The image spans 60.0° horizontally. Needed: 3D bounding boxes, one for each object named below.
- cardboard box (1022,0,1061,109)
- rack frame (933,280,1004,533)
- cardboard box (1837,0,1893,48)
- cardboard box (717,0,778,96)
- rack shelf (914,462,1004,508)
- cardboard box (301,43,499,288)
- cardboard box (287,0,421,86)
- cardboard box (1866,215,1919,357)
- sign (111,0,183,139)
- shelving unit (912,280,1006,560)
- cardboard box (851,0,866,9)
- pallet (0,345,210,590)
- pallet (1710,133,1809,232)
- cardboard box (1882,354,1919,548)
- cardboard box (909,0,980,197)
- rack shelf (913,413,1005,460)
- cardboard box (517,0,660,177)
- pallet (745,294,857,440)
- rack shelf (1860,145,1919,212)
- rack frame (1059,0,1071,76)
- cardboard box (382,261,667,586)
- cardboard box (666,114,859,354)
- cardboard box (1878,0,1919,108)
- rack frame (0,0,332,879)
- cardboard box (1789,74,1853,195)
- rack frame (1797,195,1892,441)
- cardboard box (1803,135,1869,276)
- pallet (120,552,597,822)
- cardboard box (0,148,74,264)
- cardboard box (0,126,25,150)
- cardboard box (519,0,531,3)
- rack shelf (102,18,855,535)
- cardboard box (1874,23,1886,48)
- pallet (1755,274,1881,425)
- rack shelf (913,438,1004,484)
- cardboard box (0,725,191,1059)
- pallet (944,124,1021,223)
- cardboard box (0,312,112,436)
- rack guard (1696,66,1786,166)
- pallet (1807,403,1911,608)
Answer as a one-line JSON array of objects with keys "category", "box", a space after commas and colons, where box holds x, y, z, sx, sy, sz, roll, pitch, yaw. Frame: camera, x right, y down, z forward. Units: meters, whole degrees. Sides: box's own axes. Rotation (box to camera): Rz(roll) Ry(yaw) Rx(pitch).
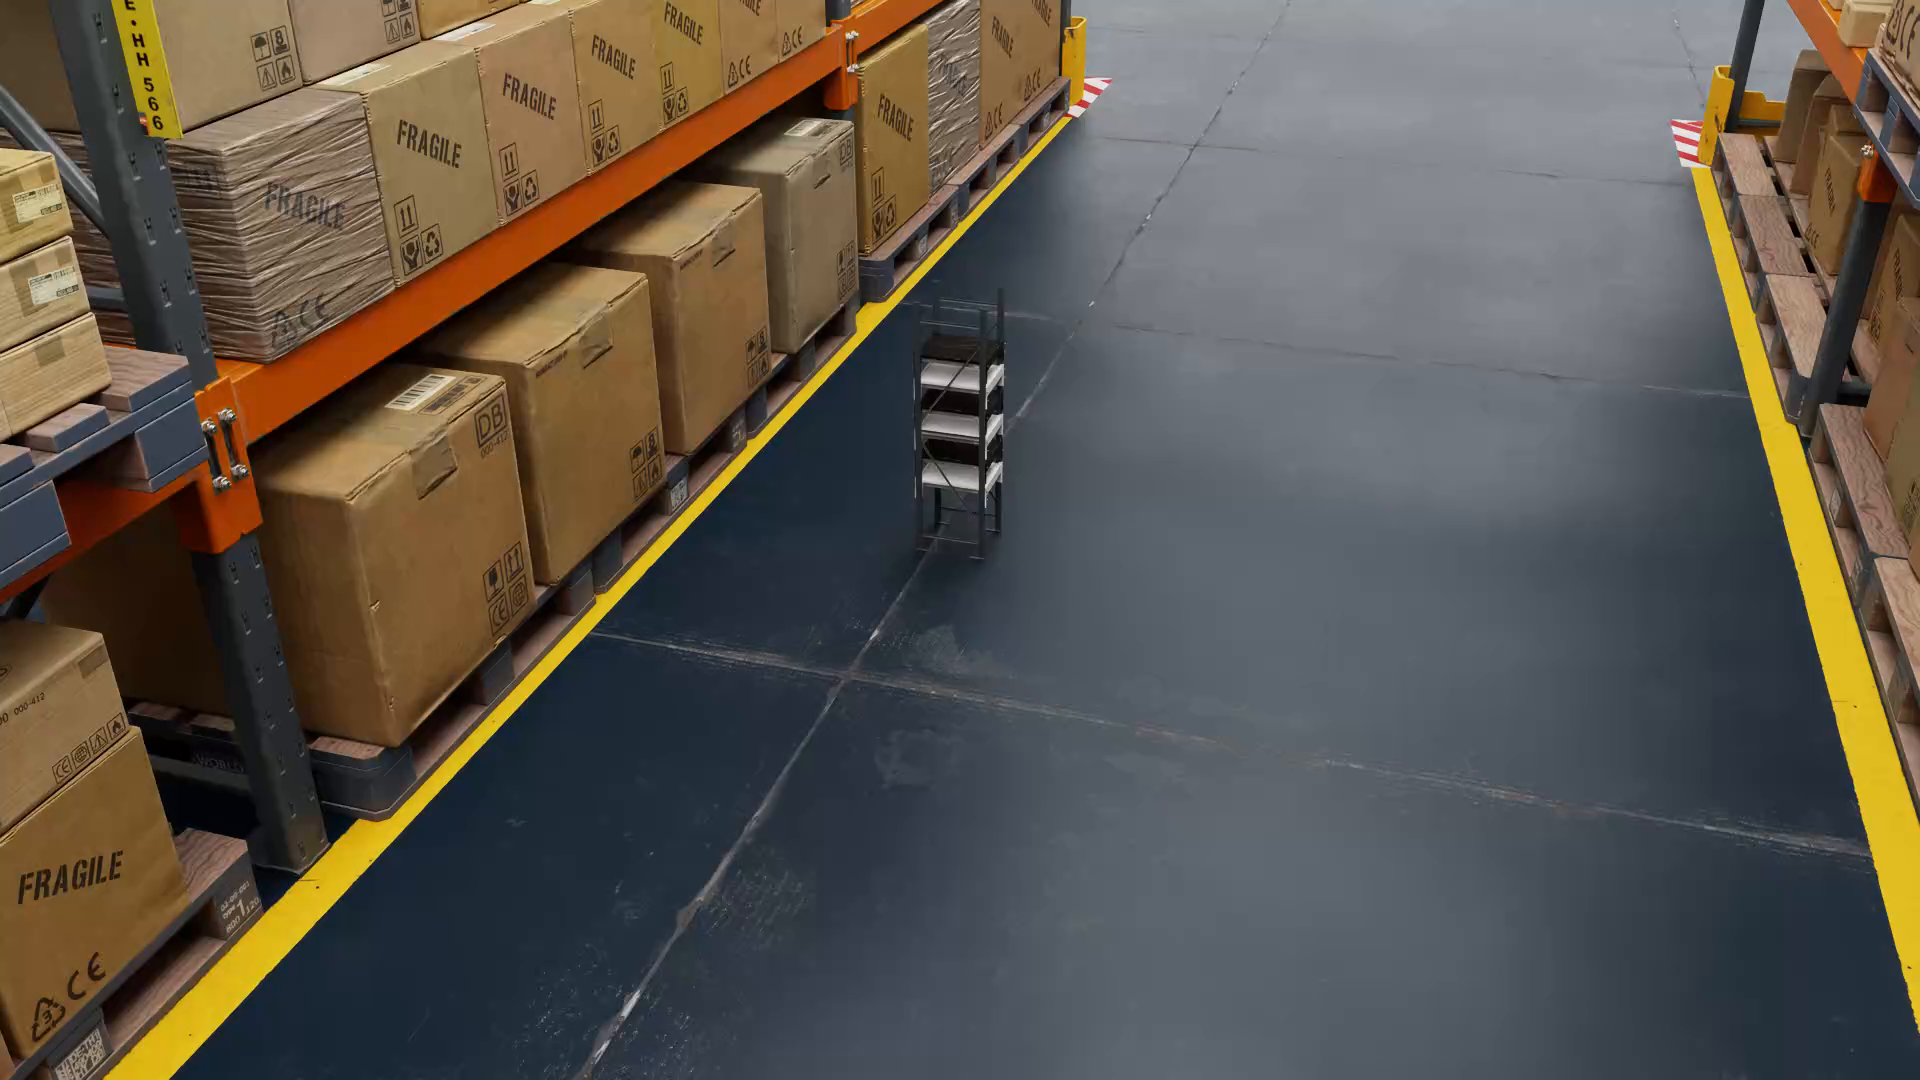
[{"category": "cardboard box", "box": [0.085, -3.203, 10.175, 0.875, 0.875, 0.875, 9, 30, 15]}, {"category": "rack frame", "box": [0.027, -0.437, 5.609, 0.240, 0.900, 0.006, 8, 30, 15]}, {"category": "cardboard box", "box": [3.721, -2.045, 6.599, 0.380, 0.149, 0.250, 8, 30, 15]}, {"category": "cardboard box", "box": [-0.999, -1.941, 6.052, 0.500, 0.500, 0.500, 8, 30, 14]}, {"category": "rack shelf", "box": [-0.002, -0.203, 5.628, 0.258, 0.077, 0.200, 8, 30, 15]}, {"category": "cardboard box", "box": [-1.591, -1.005, 4.368, 0.500, 0.500, 0.500, 8, 30, 14]}, {"category": "cardboard box", "box": [-1.839, -1.477, 4.189, 0.700, 0.500, 0.500, 8, 30, 14]}, {"category": "cardboard box", "box": [3.914, -0.930, 6.475, 0.500, 0.500, 0.500, 8, 30, 13]}, {"category": "sign", "box": [-1.606, -0.953, 3.267, 0.100, 0.325, 0.005, 8, 30, 15]}, {"category": "shelving unit", "box": [-0.002, -0.389, 5.524, 0.258, 0.900, 0.210, 8, 30, 15]}, {"category": "cardboard box", "box": [-0.856, -2.652, 7.277, 0.875, 0.550, 0.550, 8, 30, 15]}, {"category": "pallet", "box": [-2.235, -0.124, 3.085, 1.213, 0.211, 1.003, 8, 30, 15]}, {"category": "pallet", "box": [4.638, -1.891, 8.932, 1.003, 0.211, 1.213, 8, 30, 15]}, {"category": "cardboard box", "box": [3.400, -0.257, 5.246, 0.700, 0.500, 0.500, 8, 30, 15]}, {"category": "cardboard box", "box": [-0.441, -2.370, 8.678, 0.875, 0.875, 0.875, 9, 30, 15]}, {"category": "rack shelf", "box": [-0.002, -0.360, 5.541, 0.258, 0.077, 0.200, 8, 30, 15]}, {"category": "cardboard box", "box": [-1.294, -1.470, 5.205, 0.500, 0.500, 0.500, 8, 30, 14]}, {"category": "pallet", "box": [-1.108, -0.825, 7.016, 1.003, 0.211, 1.213, 8, 30, 15]}, {"category": "rack shelf", "box": [3.172, -0.415, 4.150, 1.077, 0.370, 4.000, 8, 30, 15]}, {"category": "rack frame", "box": [0.221, -4.272, 10.344, 1.000, 3.000, 0.127, 8, 30, 15]}, {"category": "cardboard box", "box": [-1.609, -0.432, 5.323, 1.050, 0.750, 0.750, 9, 30, 16]}, {"category": "cardboard box", "box": [-1.049, -1.312, 6.906, 1.050, 0.750, 0.750, 8, 30, 15]}, {"category": "cardboard box", "box": [3.392, -1.755, 4.770, 1.000, 1.000, 1.000, 9, 30, 15]}, {"category": "rack frame", "box": [-2.127, -0.554, 3.661, 1.000, 3.000, 0.127, 8, 30, 15]}, {"category": "cardboard box", "box": [4.591, -2.038, 8.467, 0.500, 0.500, 0.500, 17, 33, 28]}, {"category": "rack frame", "box": [3.759, -1.659, 5.646, 1.000, 3.000, 0.127, 8, 30, 15]}, {"category": "cardboard box", "box": [4.182, -1.497, 7.495, 0.500, 0.500, 0.500, 6, 30, 10]}, {"category": "pallet", "box": [-1.824, 0.309, 4.978, 1.003, 0.211, 1.213, 8, 30, 15]}, {"category": "cardboard box", "box": [-1.833, -0.595, 2.948, 0.380, 0.149, 0.250, 7, 30, 13]}, {"category": "cardboard box", "box": [-2.252, -0.846, 4.082, 0.500, 0.500, 0.500, 8, 30, 15]}, {"category": "cardboard box", "box": [-1.541, -1.954, 5.045, 0.700, 0.500, 0.500, 8, 30, 14]}, {"category": "rack shelf", "box": [-1.540, -1.169, 5.507, 1.077, 0.370, 4.000, 8, 30, 15]}, {"category": "cardboard box", "box": [3.623, -1.805, 6.168, 0.380, 0.149, 0.250, 8, 30, 15]}, {"category": "pallet", "box": [3.922, -0.757, 6.894, 1.003, 0.211, 1.213, 8, 30, 15]}, {"category": "rack shelf", "box": [-0.002, -0.282, 5.584, 0.258, 0.077, 0.200, 8, 30, 15]}, {"category": "cardboard box", "box": [-2.070, 0.698, 3.550, 0.500, 0.500, 0.500, 8, 30, 15]}, {"category": "pallet", "box": [-0.299, -2.106, 9.318, 1.003, 0.211, 1.213, 8, 30, 15]}, {"category": "cardboard box", "box": [-1.833, -0.333, 3.090, 0.380, 0.149, 0.250, 9, 30, 16]}, {"category": "rack guard", "box": [4.910, -2.390, 9.532, 1.175, 0.500, 0.348, 8, 30, 15]}, {"category": "pallet", "box": [3.532, -0.078, 5.673, 1.003, 0.211, 1.213, 8, 30, 15]}]
